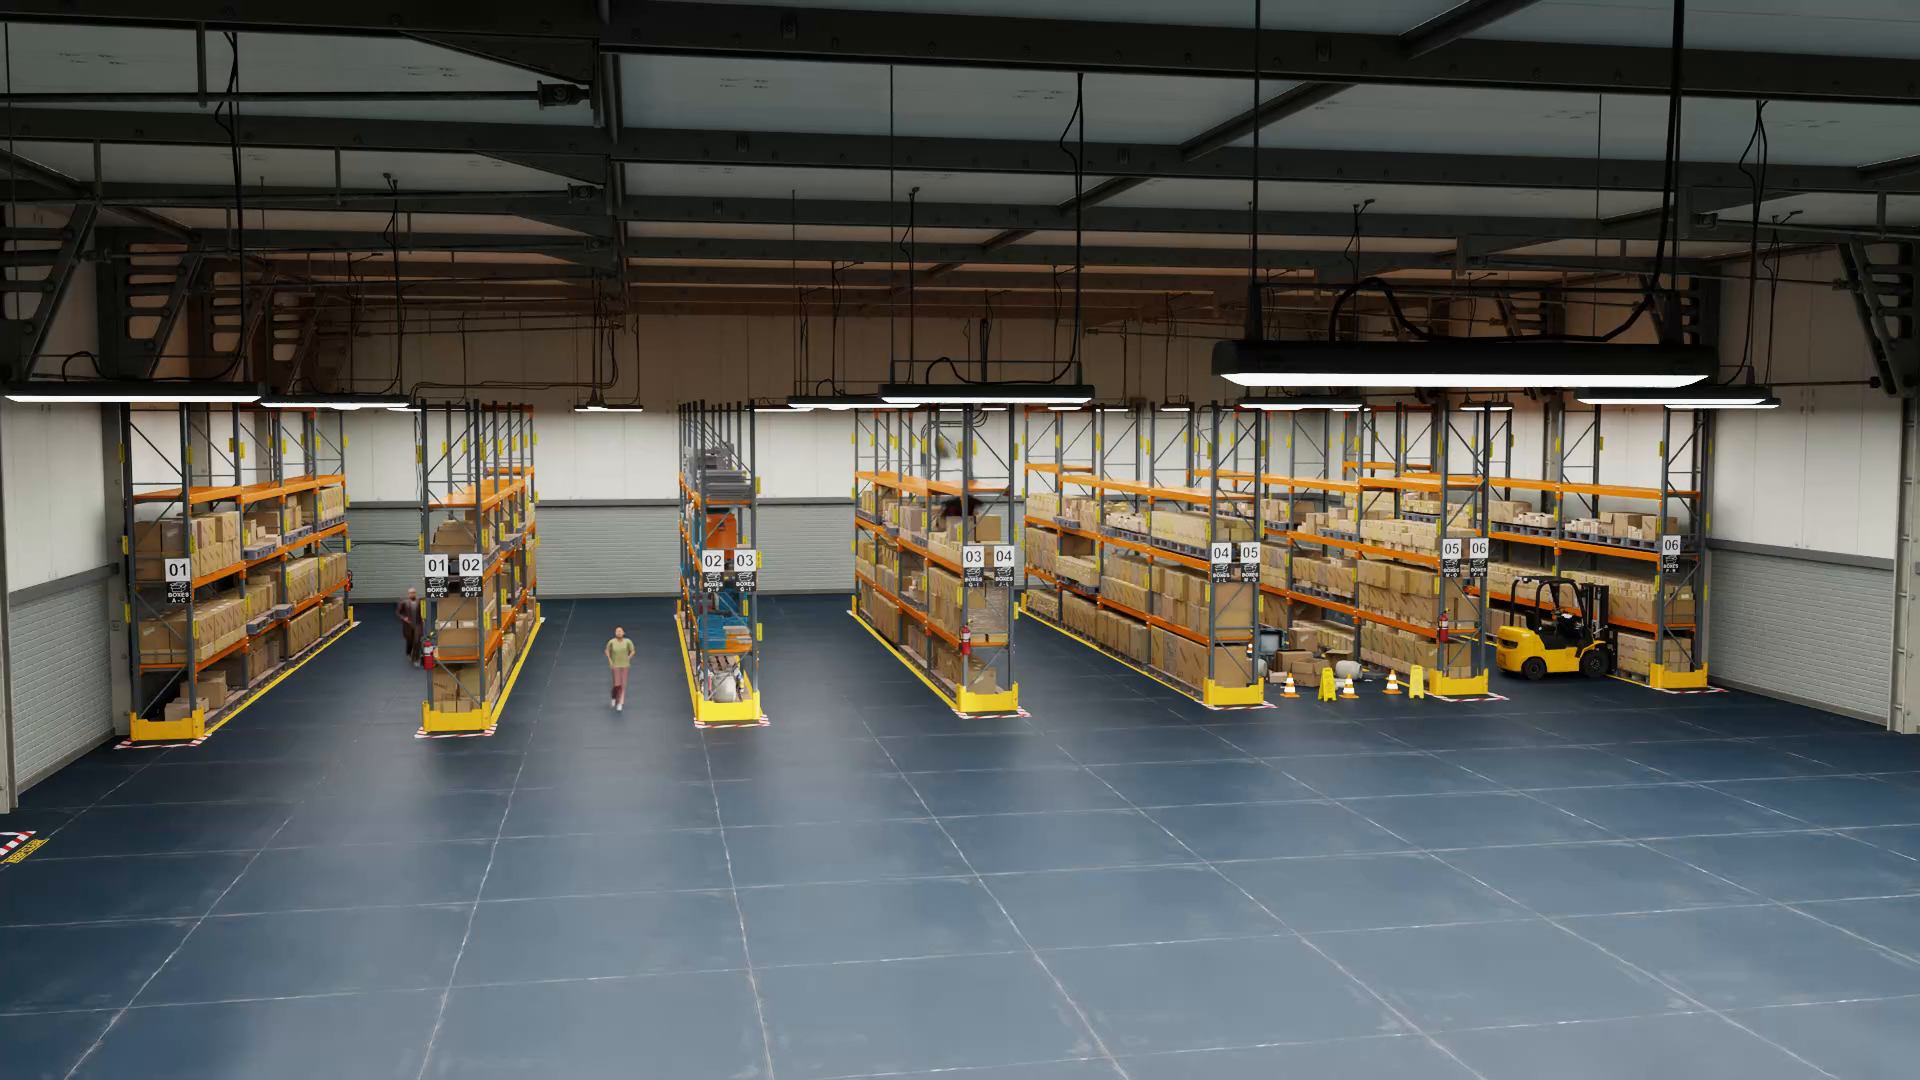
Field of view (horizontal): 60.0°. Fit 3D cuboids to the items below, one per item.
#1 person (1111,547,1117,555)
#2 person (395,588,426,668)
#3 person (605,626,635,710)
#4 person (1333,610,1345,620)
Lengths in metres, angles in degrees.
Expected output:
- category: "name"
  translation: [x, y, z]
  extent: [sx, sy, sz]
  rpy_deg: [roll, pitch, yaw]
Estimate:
- category: "person"
  translation: [4.783, 1.033, 51.694]
  extent: [0.535, 1.617, 0.603]
  rpy_deg: [-4, 6, -40]
- category: "person"
  translation: [-12.481, 1.985, 37.885]
  extent: [0.712, 1.776, 0.954]
  rpy_deg: [-2, 5, -25]
- category: "person"
  translation: [-6.569, 2.476, 32.211]
  extent: [0.566, 1.637, 0.541]
  rpy_deg: [-1, 4, -14]
- category: "person"
  translation: [10.499, 1.430, 46.379]
  extent: [0.507, 1.559, 0.694]
  rpy_deg: [-2, 5, -27]
